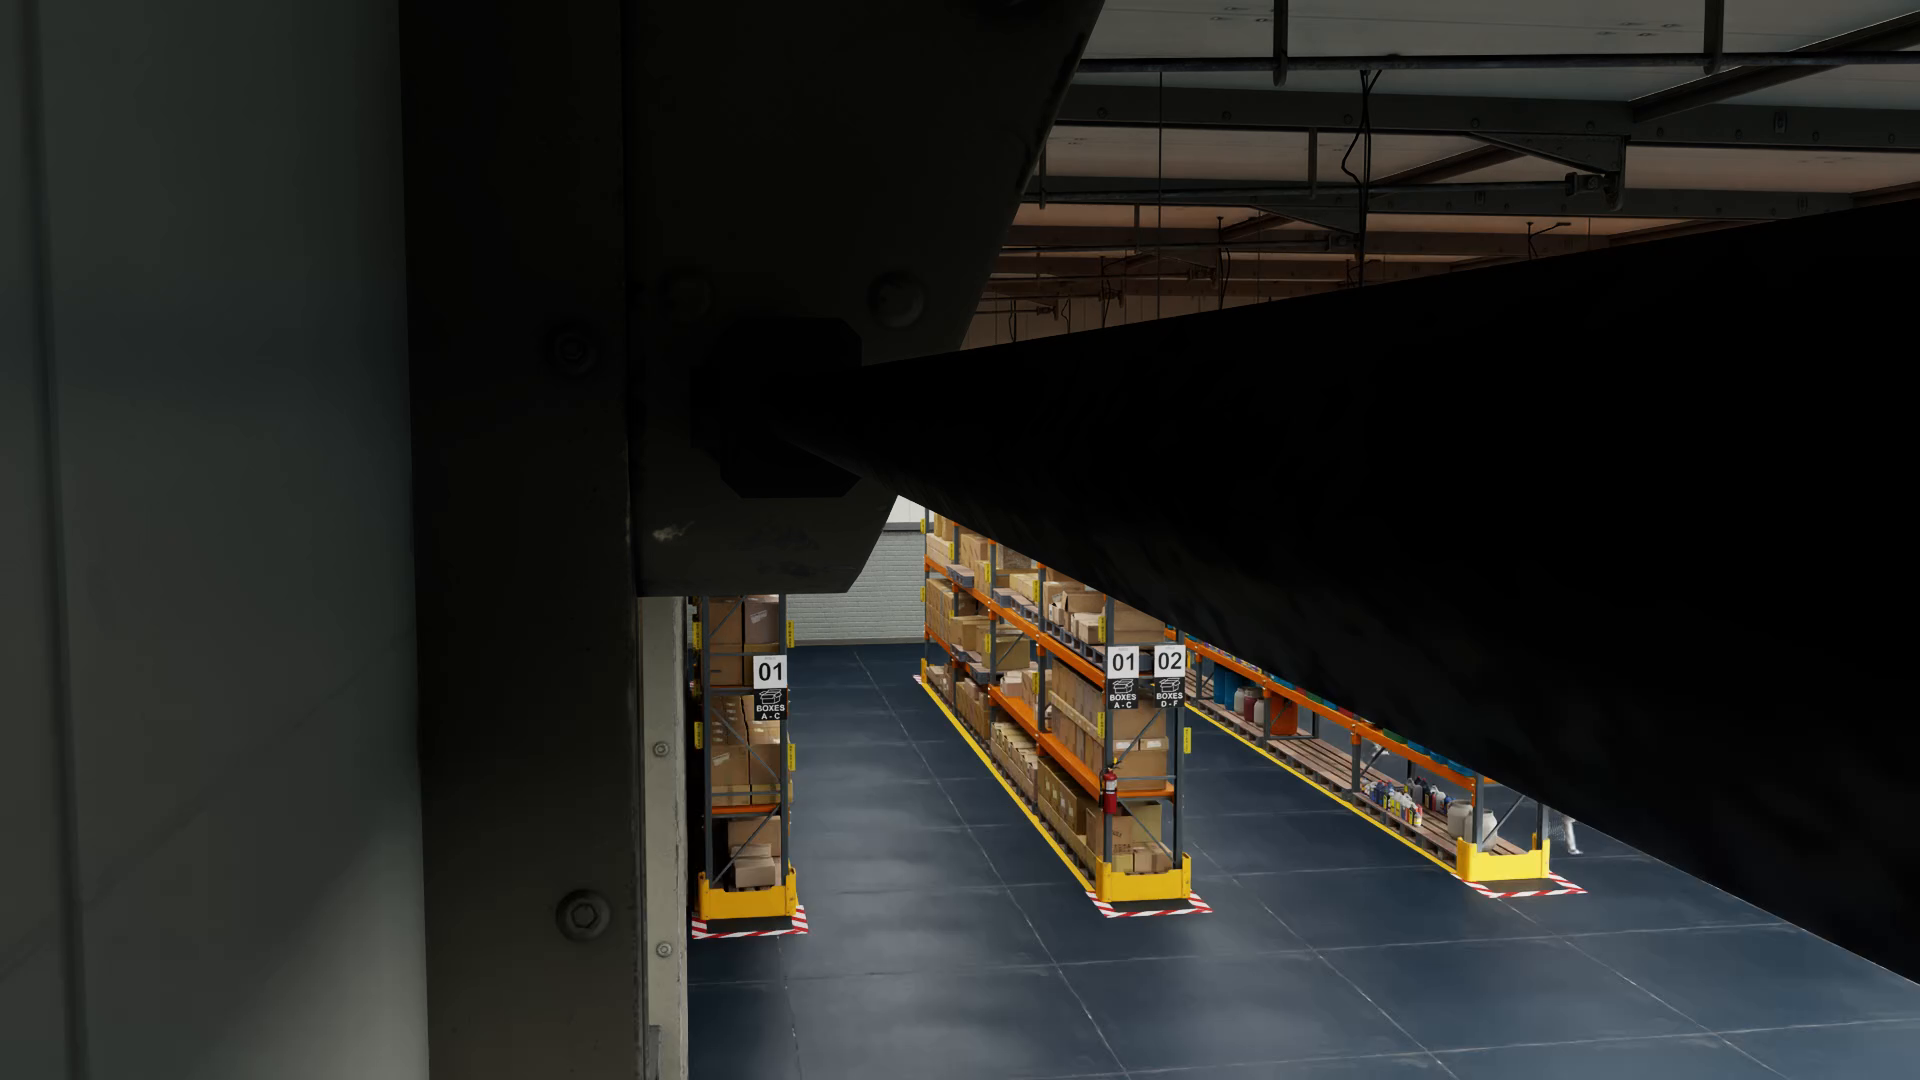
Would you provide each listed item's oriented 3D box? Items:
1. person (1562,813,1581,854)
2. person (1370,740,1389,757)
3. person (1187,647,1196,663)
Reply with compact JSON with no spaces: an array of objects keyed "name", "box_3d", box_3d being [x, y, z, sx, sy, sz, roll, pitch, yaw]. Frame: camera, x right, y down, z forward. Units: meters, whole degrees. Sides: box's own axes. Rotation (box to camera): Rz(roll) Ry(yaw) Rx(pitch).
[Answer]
[{"name":"person","box_3d":[8.448,3.522,23.080,0.420,1.537,0.836,0,5,3]},{"name":"person","box_3d":[7.246,2.971,28.944,0.487,1.636,0.488,2,5,23]},{"name":"person","box_3d":[5.496,2.029,39.279,0.453,1.625,1.007,-2,5,-22]}]
